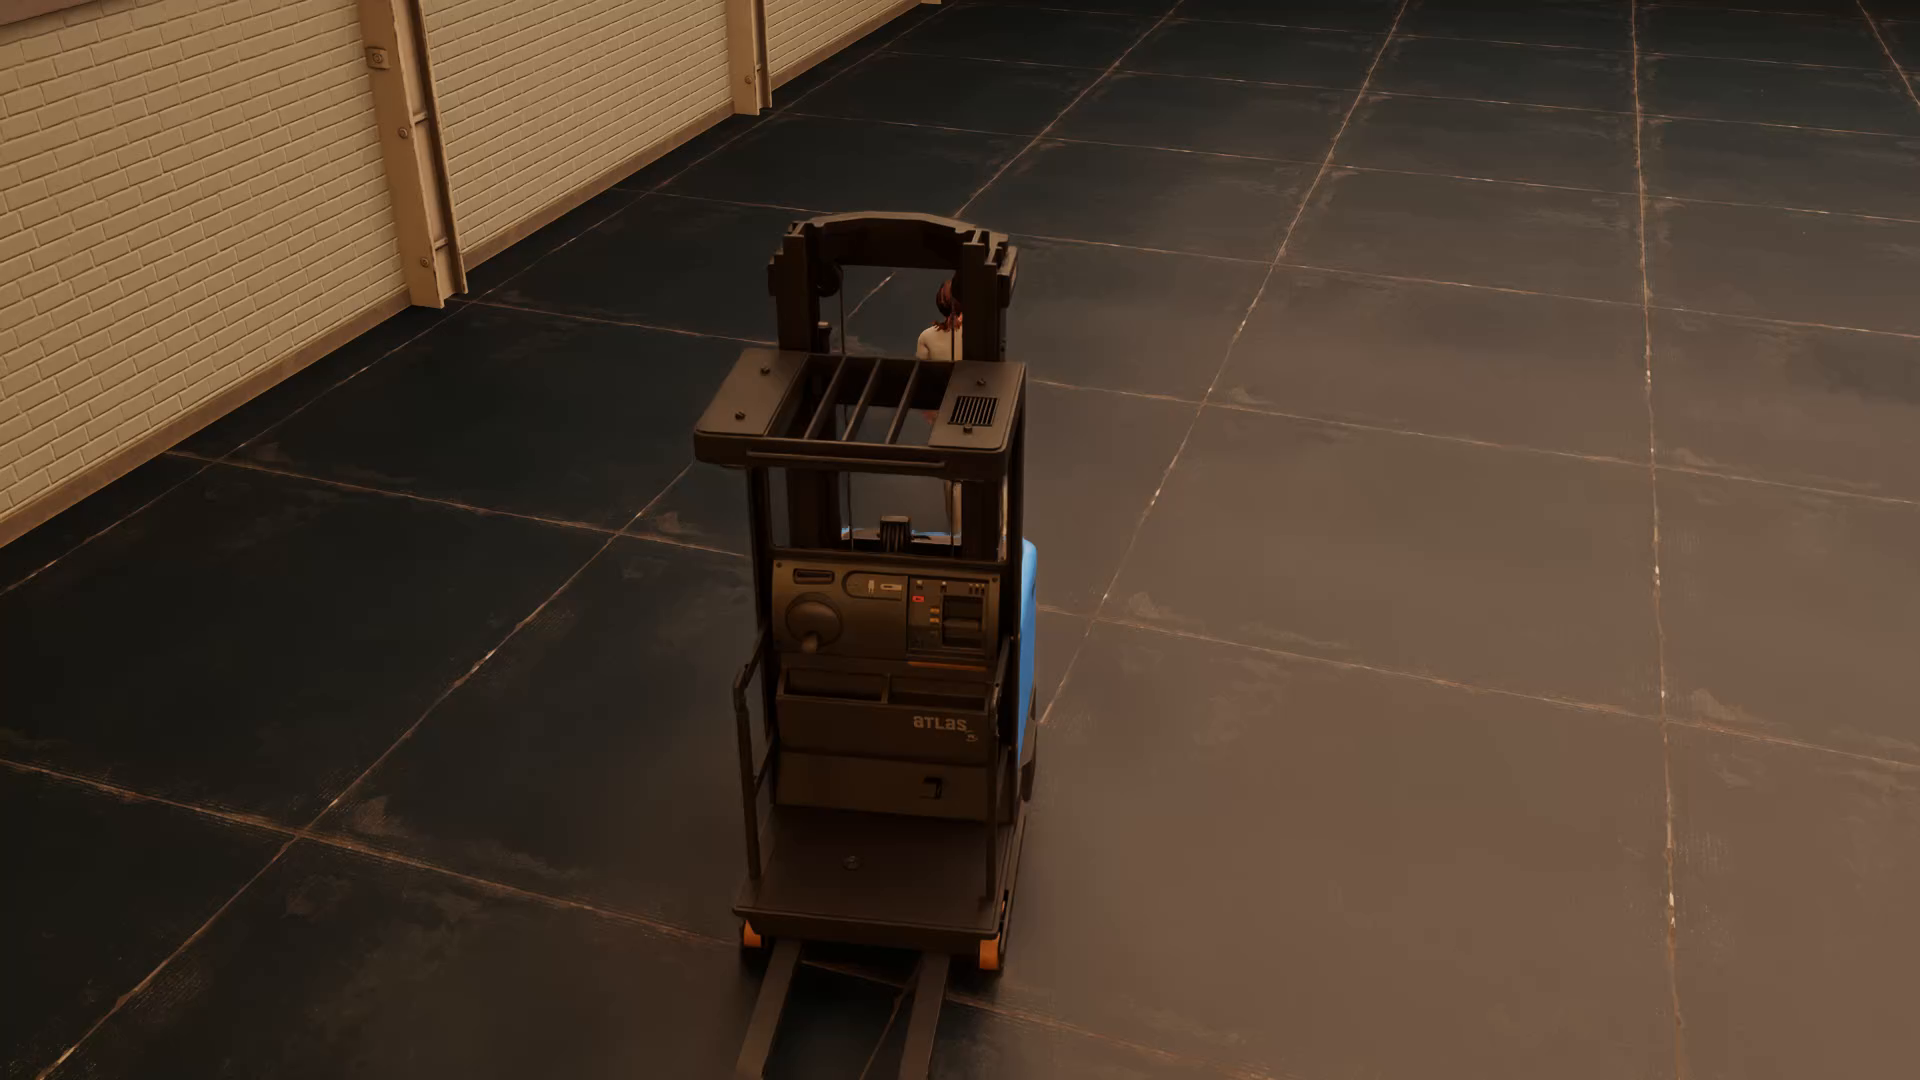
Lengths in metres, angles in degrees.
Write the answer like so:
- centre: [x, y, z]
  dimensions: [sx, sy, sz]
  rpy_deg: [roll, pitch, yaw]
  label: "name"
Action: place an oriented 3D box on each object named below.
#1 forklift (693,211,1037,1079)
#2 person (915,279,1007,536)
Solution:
- centre: [-0.328, 0.337, 6.545]
  dimensions: [1.130, 2.935, 3.031]
  rpy_deg: [4, 30, 7]
  label: "forklift"
- centre: [0.036, -0.766, 9.734]
  dimensions: [0.550, 1.675, 0.549]
  rpy_deg: [10, 31, 16]
  label: "person"
